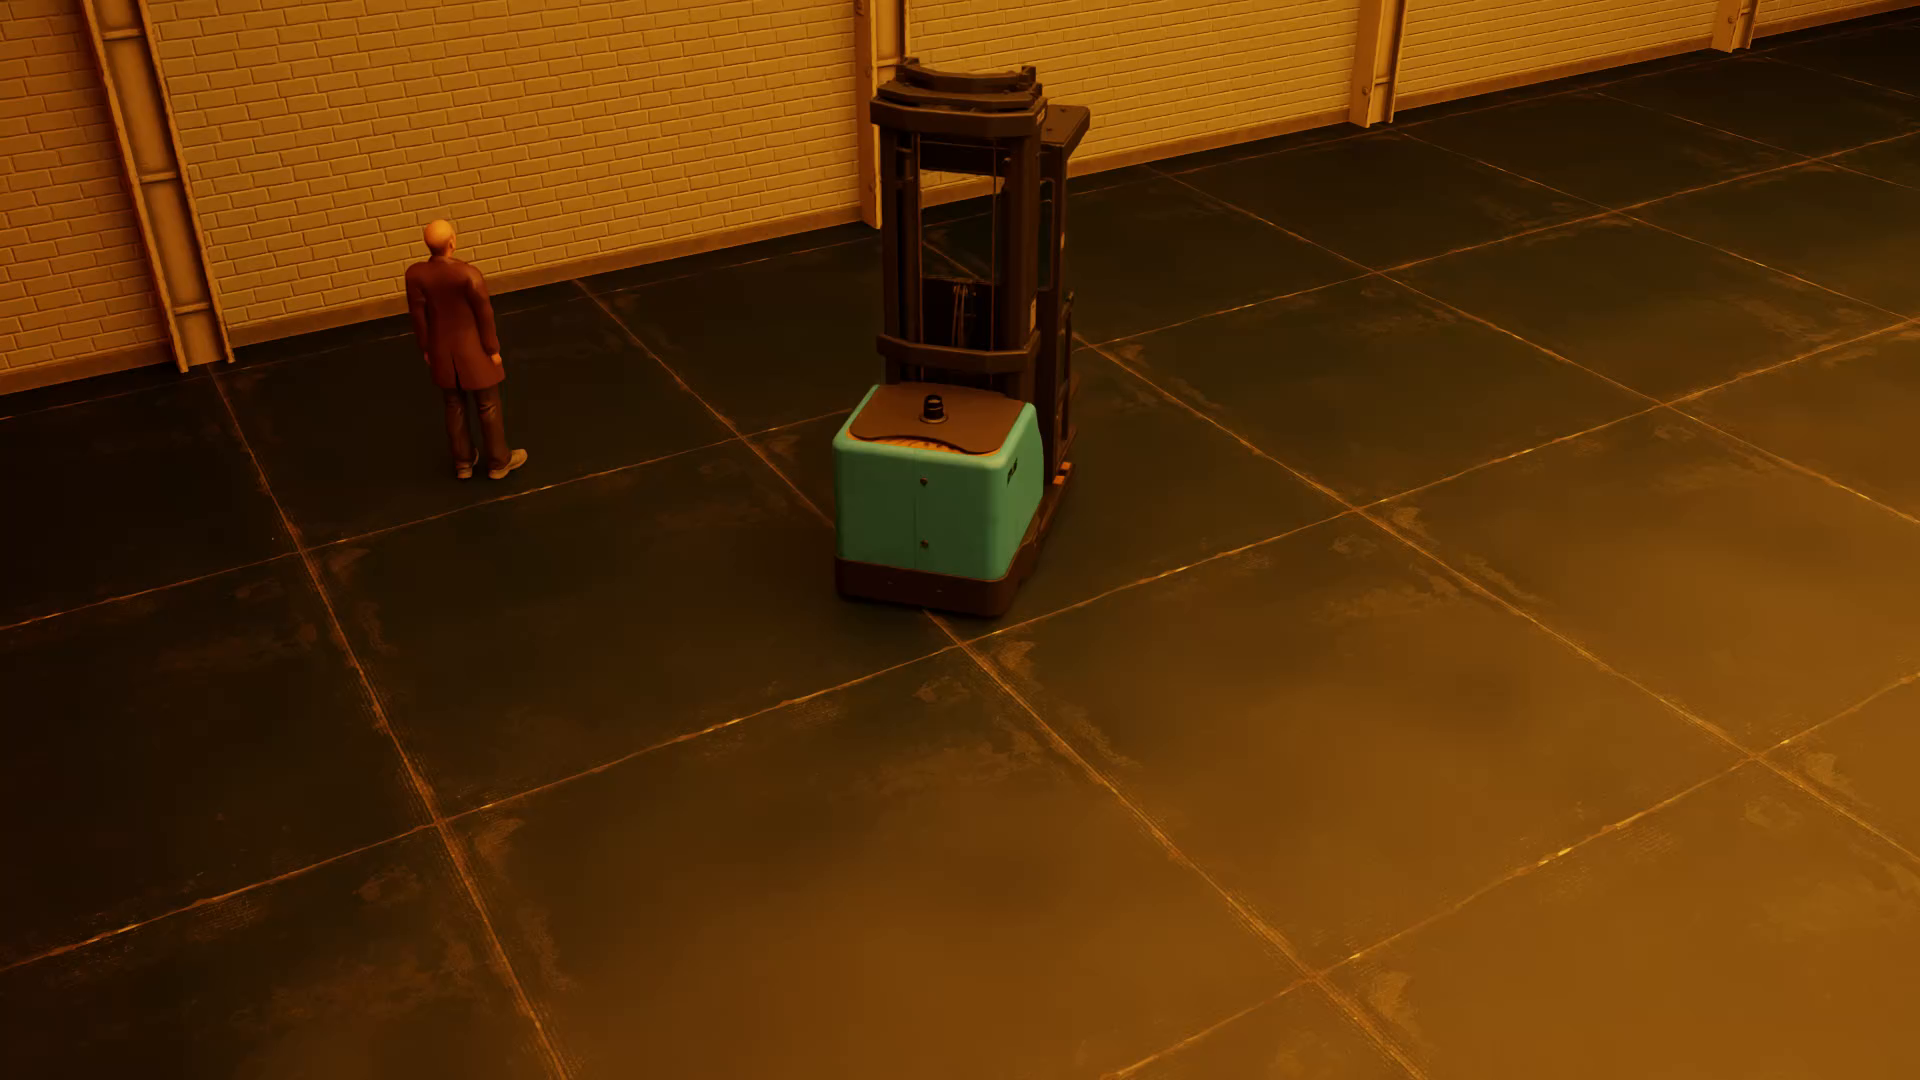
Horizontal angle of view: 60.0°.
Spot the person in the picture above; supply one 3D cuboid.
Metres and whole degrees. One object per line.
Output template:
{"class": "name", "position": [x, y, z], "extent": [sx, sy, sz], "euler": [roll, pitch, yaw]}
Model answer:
{"class": "person", "position": [-3.246, -1.254, 10.859], "extent": [0.547, 1.782, 0.393], "euler": [3, 31, 6]}

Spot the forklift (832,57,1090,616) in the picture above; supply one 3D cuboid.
{"class": "forklift", "position": [0.145, -1.563, 10.256], "extent": [1.130, 2.935, 3.031], "euler": [8, 32, 13]}
